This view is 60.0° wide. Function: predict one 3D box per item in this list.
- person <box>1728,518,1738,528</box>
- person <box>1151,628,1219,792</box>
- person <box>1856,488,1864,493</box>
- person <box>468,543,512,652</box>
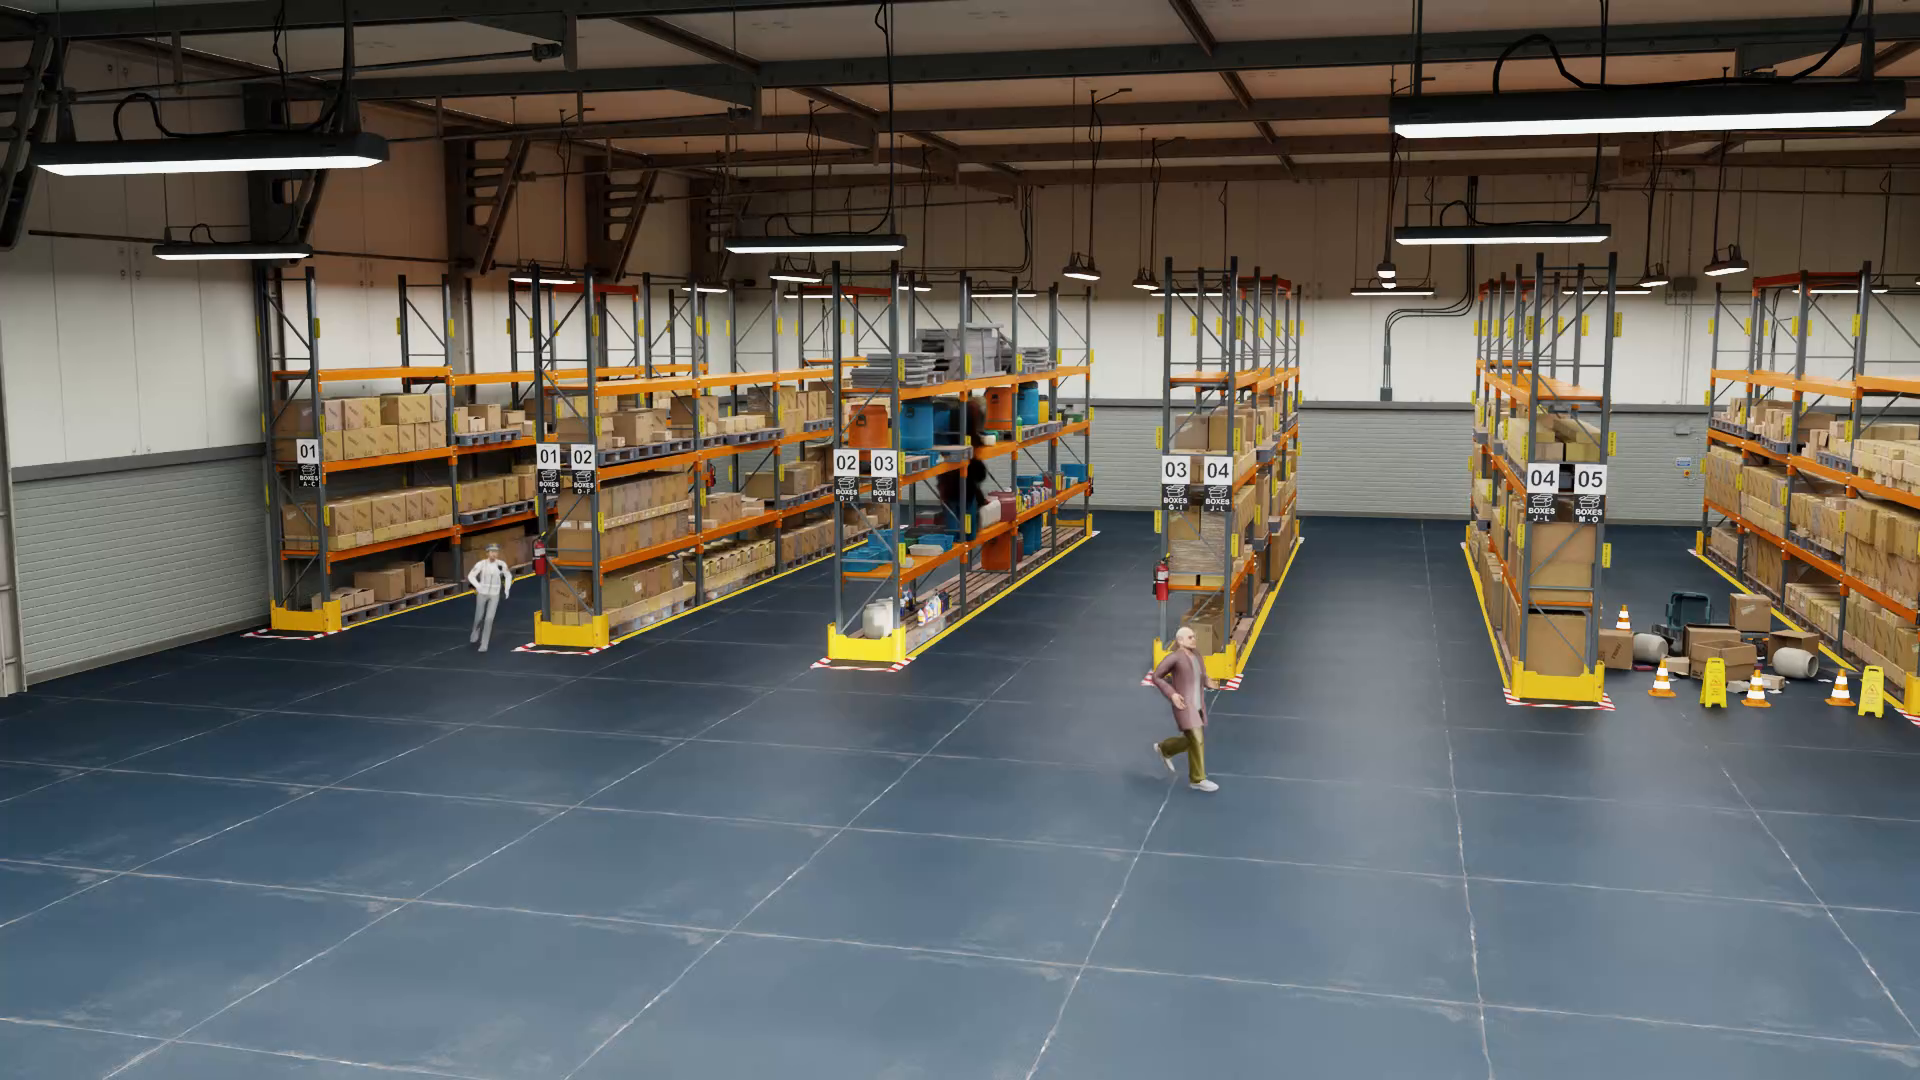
[{"bbox_3d":[17.723,-0.583,37.850,0.617,1.634,0.669,-5,9,-37],"label":"person"},{"bbox_3d":[2.468,1.827,18.225,0.720,1.751,0.964,-7,10,-44],"label":"person"},{"bbox_3d":[18.056,-0.144,33.487,0.686,1.810,0.987,0,7,2],"label":"person"},{"bbox_3d":[-7.364,0.865,26.095,0.672,1.657,0.918,-2,8,-17],"label":"person"}]
